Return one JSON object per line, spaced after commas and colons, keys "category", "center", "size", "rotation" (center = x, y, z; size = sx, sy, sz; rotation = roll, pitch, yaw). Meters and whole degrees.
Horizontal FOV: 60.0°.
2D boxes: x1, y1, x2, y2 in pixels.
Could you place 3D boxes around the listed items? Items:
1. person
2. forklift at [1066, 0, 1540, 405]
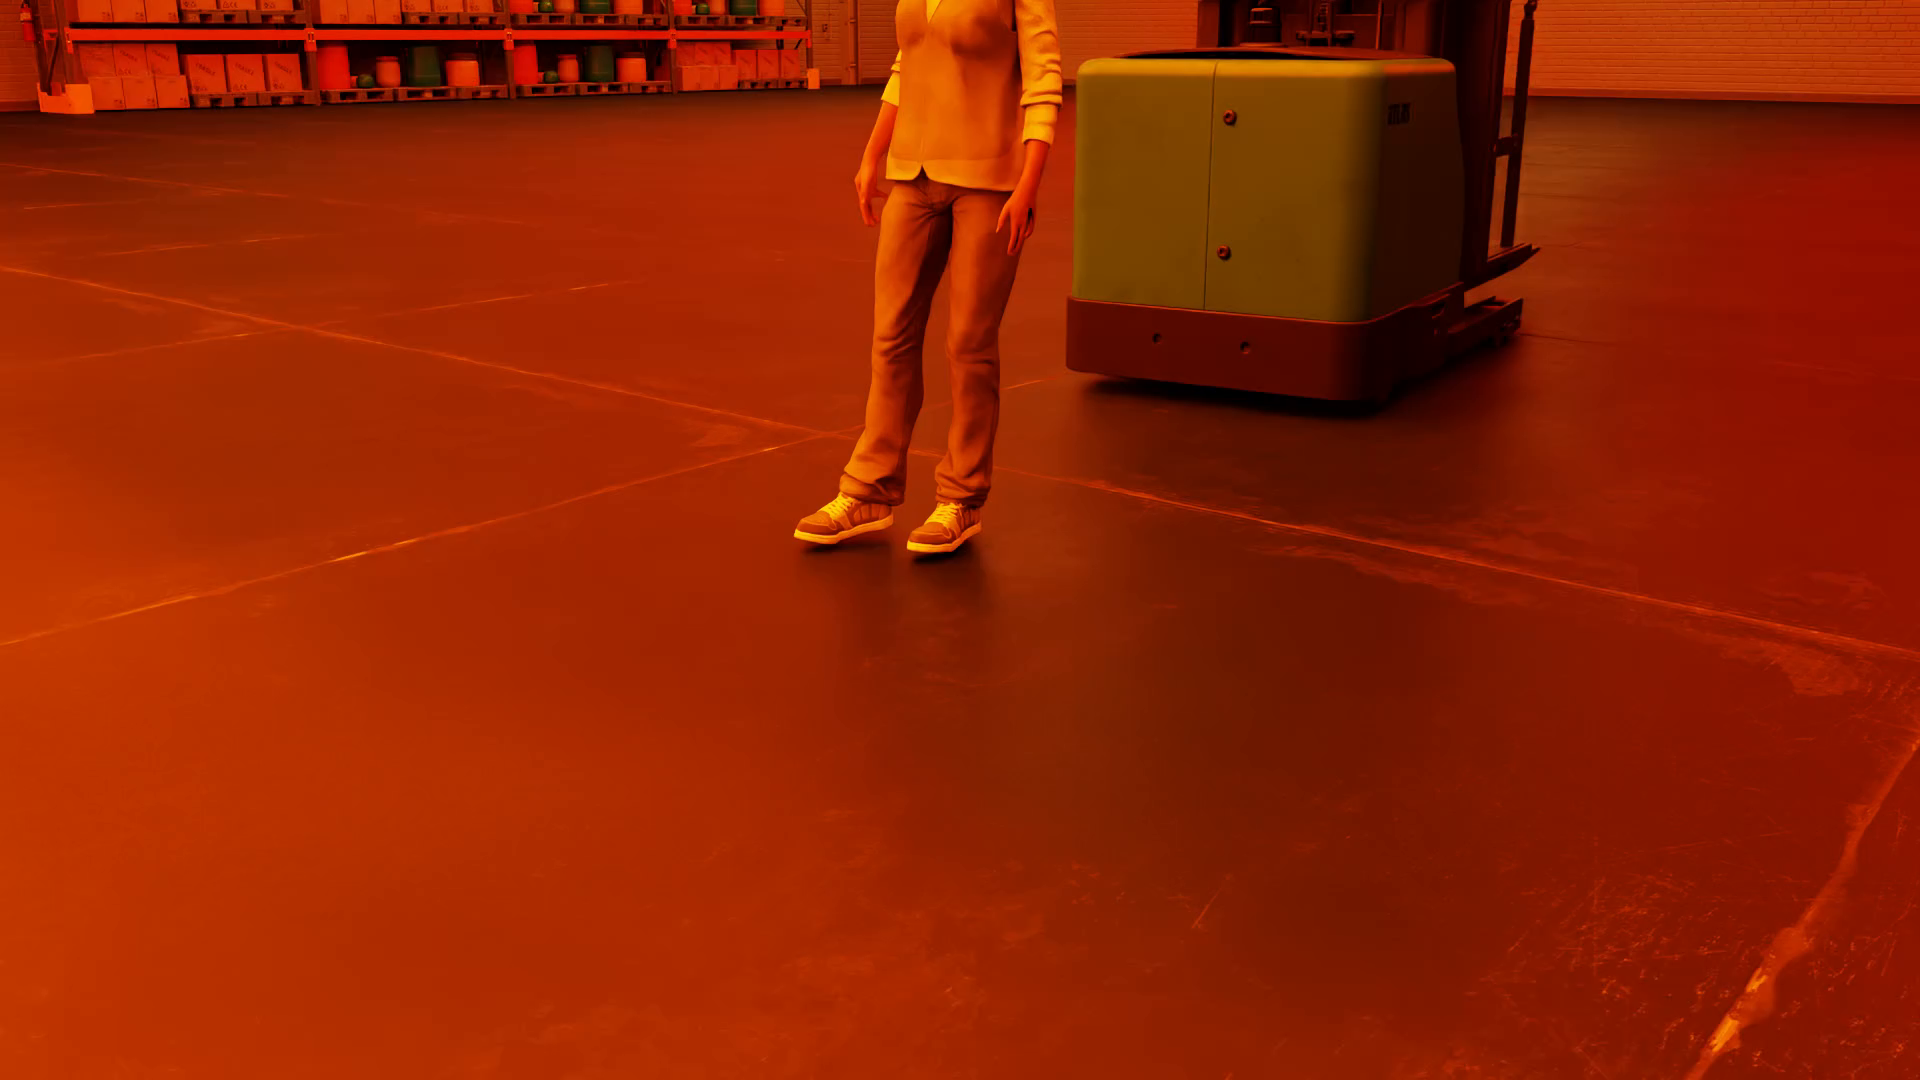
{"category": "person", "center": [-0.059, -0.744, 3.665], "size": [0.520, 1.572, 0.473], "rotation": [13, 21, 37]}
{"category": "forklift", "center": [1.558, -2.202, 6.149], "size": [1.130, 2.935, 3.031], "rotation": [10, 20, 30]}
